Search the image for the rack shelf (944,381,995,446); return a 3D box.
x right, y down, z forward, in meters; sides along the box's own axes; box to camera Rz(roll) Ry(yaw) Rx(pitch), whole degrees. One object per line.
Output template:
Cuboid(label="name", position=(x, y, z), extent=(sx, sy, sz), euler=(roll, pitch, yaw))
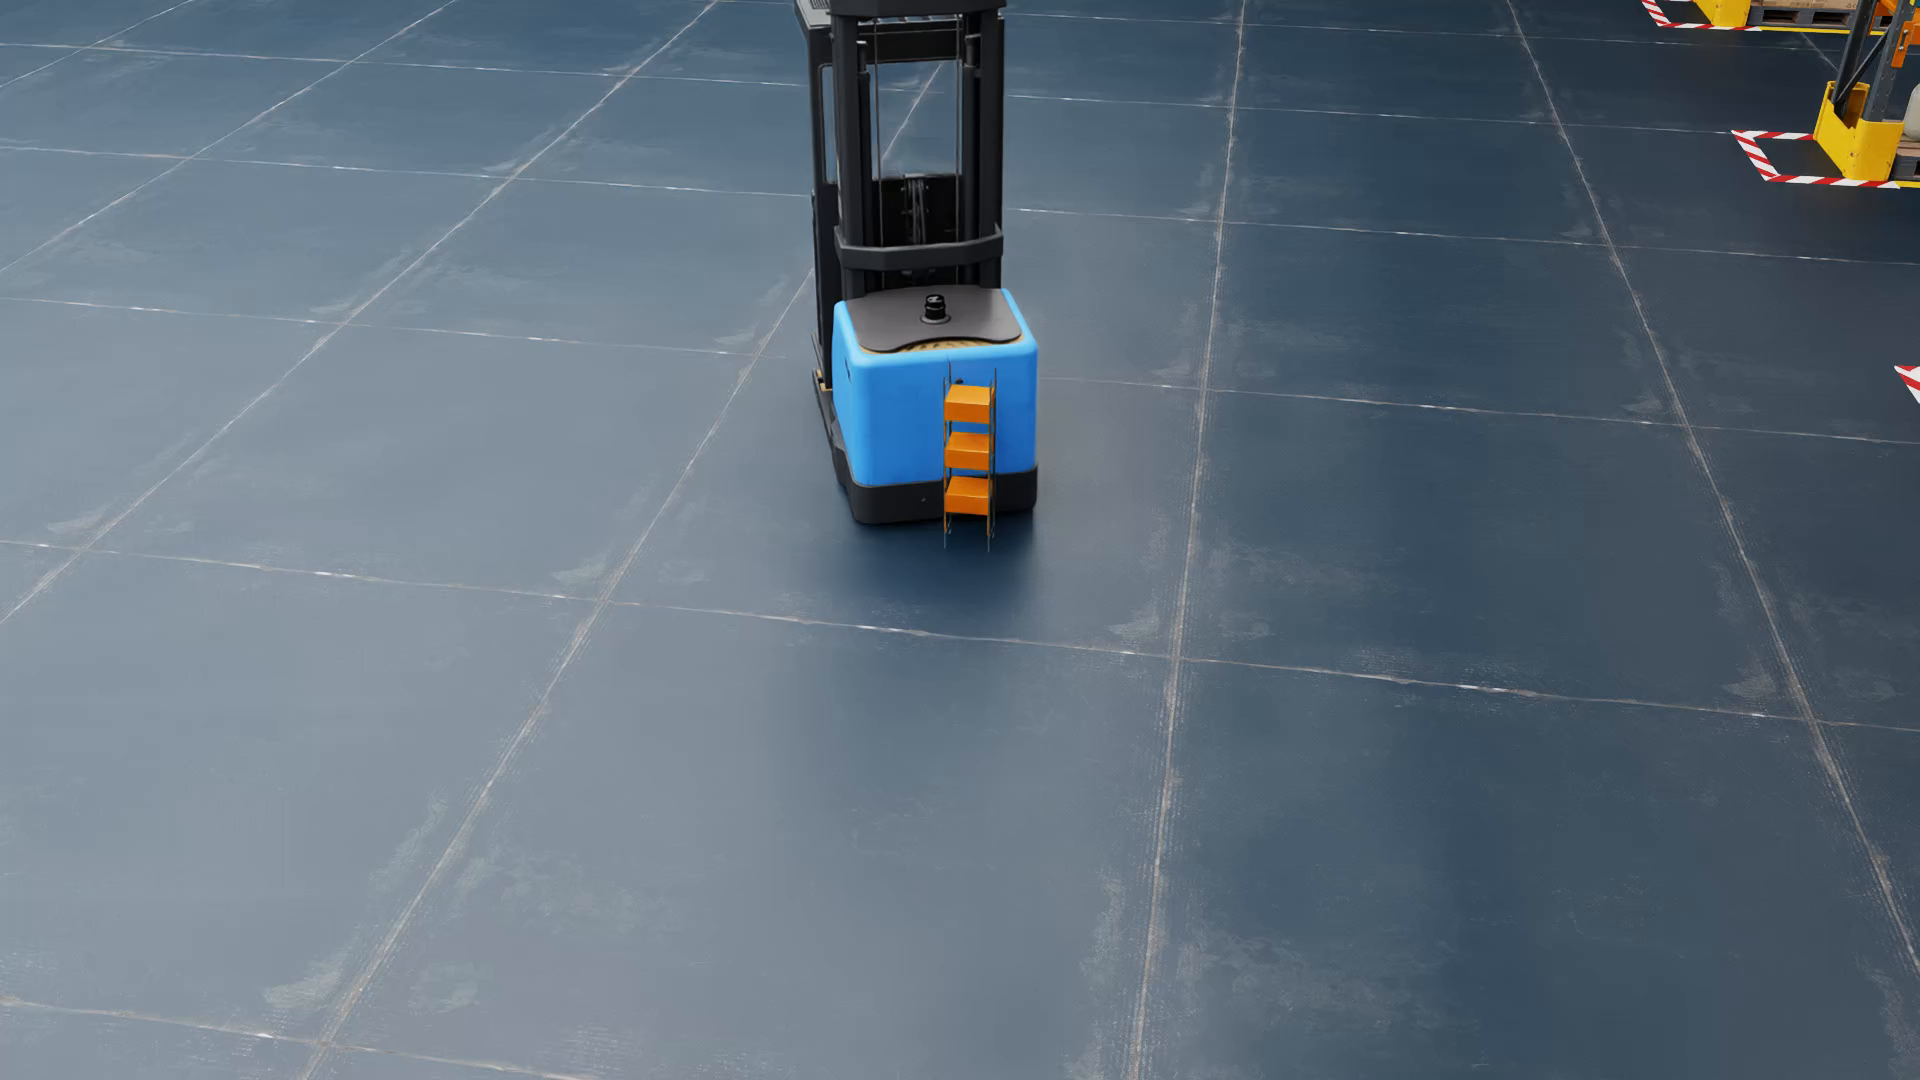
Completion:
Cuboid(label="rack shelf", position=(0.053, -0.672, 8.819), extent=(0.240, 0.259, 0.215), euler=(5, 32, 8))

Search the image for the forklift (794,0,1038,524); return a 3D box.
Cuboid(label="forklift", position=(-0.343, -2.102, 9.845), extent=(1.130, 2.935, 3.031), euler=(-6, 33, -9))

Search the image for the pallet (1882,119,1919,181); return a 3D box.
Cuboid(label="pallet", position=(8.612, -3.371, 14.436), extent=(1.213, 0.211, 1.003), euler=(5, 32, 8))

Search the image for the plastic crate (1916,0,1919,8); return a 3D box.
Cuboid(label="plastic crate", position=(8.273, -4.659, 14.006), extent=(0.616, 0.251, 0.499), euler=(5, 32, 8))

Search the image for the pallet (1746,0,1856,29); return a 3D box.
Cuboid(label="pallet", position=(9.327, -5.972, 18.592), extent=(1.213, 0.211, 1.003), euler=(5, 32, 8))

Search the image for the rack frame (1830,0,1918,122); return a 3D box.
Cuboid(label="rack frame", position=(7.729, -4.610, 13.788), extent=(0.127, 3.000, 1.000), euler=(5, 32, 8))

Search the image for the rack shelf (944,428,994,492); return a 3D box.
Cuboid(label="rack shelf", position=(0.053, -0.431, 8.969), extent=(0.240, 0.259, 0.215), euler=(5, 32, 8))

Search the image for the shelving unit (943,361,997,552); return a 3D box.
Cuboid(label="shelving unit", position=(0.053, -0.440, 8.964), extent=(0.252, 1.050, 0.215), euler=(5, 32, 8))

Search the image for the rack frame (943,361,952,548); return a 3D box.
Cuboid(label="rack frame", position=(-0.068, -0.451, 8.981), extent=(0.008, 1.050, 0.200), euler=(5, 32, 8))

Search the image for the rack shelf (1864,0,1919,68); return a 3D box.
Cuboid(label="rack shelf", position=(9.701, -4.127, 13.694), extent=(4.000, 0.370, 1.077), euler=(5, 32, 8))

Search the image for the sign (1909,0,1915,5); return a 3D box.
Cuboid(label="sign", position=(7.632, -4.440, 13.256), extent=(0.005, 0.325, 0.100), euler=(5, 32, 8))

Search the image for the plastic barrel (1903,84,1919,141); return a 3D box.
Cuboid(label="plastic barrel", position=(8.391, -3.715, 14.307), extent=(0.421, 0.512, 0.421), euler=(0, 32, 0))

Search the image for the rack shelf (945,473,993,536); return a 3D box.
Cuboid(label="rack shelf", position=(0.053, -0.196, 9.117), extent=(0.240, 0.259, 0.215), euler=(5, 32, 8))

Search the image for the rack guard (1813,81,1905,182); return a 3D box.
Cuboid(label="rack guard", position=(7.812, -3.568, 14.480), extent=(0.348, 0.500, 1.175), euler=(5, 32, 8))

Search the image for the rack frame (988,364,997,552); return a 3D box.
Cuboid(label="rack frame", position=(0.173, -0.429, 8.946), extent=(0.008, 1.050, 0.200), euler=(5, 32, 8))

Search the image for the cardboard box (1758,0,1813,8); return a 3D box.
Cuboid(label="cardboard box", position=(9.057, -6.049, 18.282), extent=(0.500, 0.250, 0.500), euler=(5, 32, 8))

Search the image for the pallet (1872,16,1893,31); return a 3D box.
Cuboid(label="pallet", position=(10.526, -5.862, 18.416), extent=(1.213, 0.211, 1.003), euler=(5, 32, 8))

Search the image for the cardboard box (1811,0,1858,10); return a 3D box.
Cuboid(label="cardboard box", position=(9.551, -6.006, 18.214), extent=(0.500, 0.250, 0.500), euler=(5, 32, 8))
